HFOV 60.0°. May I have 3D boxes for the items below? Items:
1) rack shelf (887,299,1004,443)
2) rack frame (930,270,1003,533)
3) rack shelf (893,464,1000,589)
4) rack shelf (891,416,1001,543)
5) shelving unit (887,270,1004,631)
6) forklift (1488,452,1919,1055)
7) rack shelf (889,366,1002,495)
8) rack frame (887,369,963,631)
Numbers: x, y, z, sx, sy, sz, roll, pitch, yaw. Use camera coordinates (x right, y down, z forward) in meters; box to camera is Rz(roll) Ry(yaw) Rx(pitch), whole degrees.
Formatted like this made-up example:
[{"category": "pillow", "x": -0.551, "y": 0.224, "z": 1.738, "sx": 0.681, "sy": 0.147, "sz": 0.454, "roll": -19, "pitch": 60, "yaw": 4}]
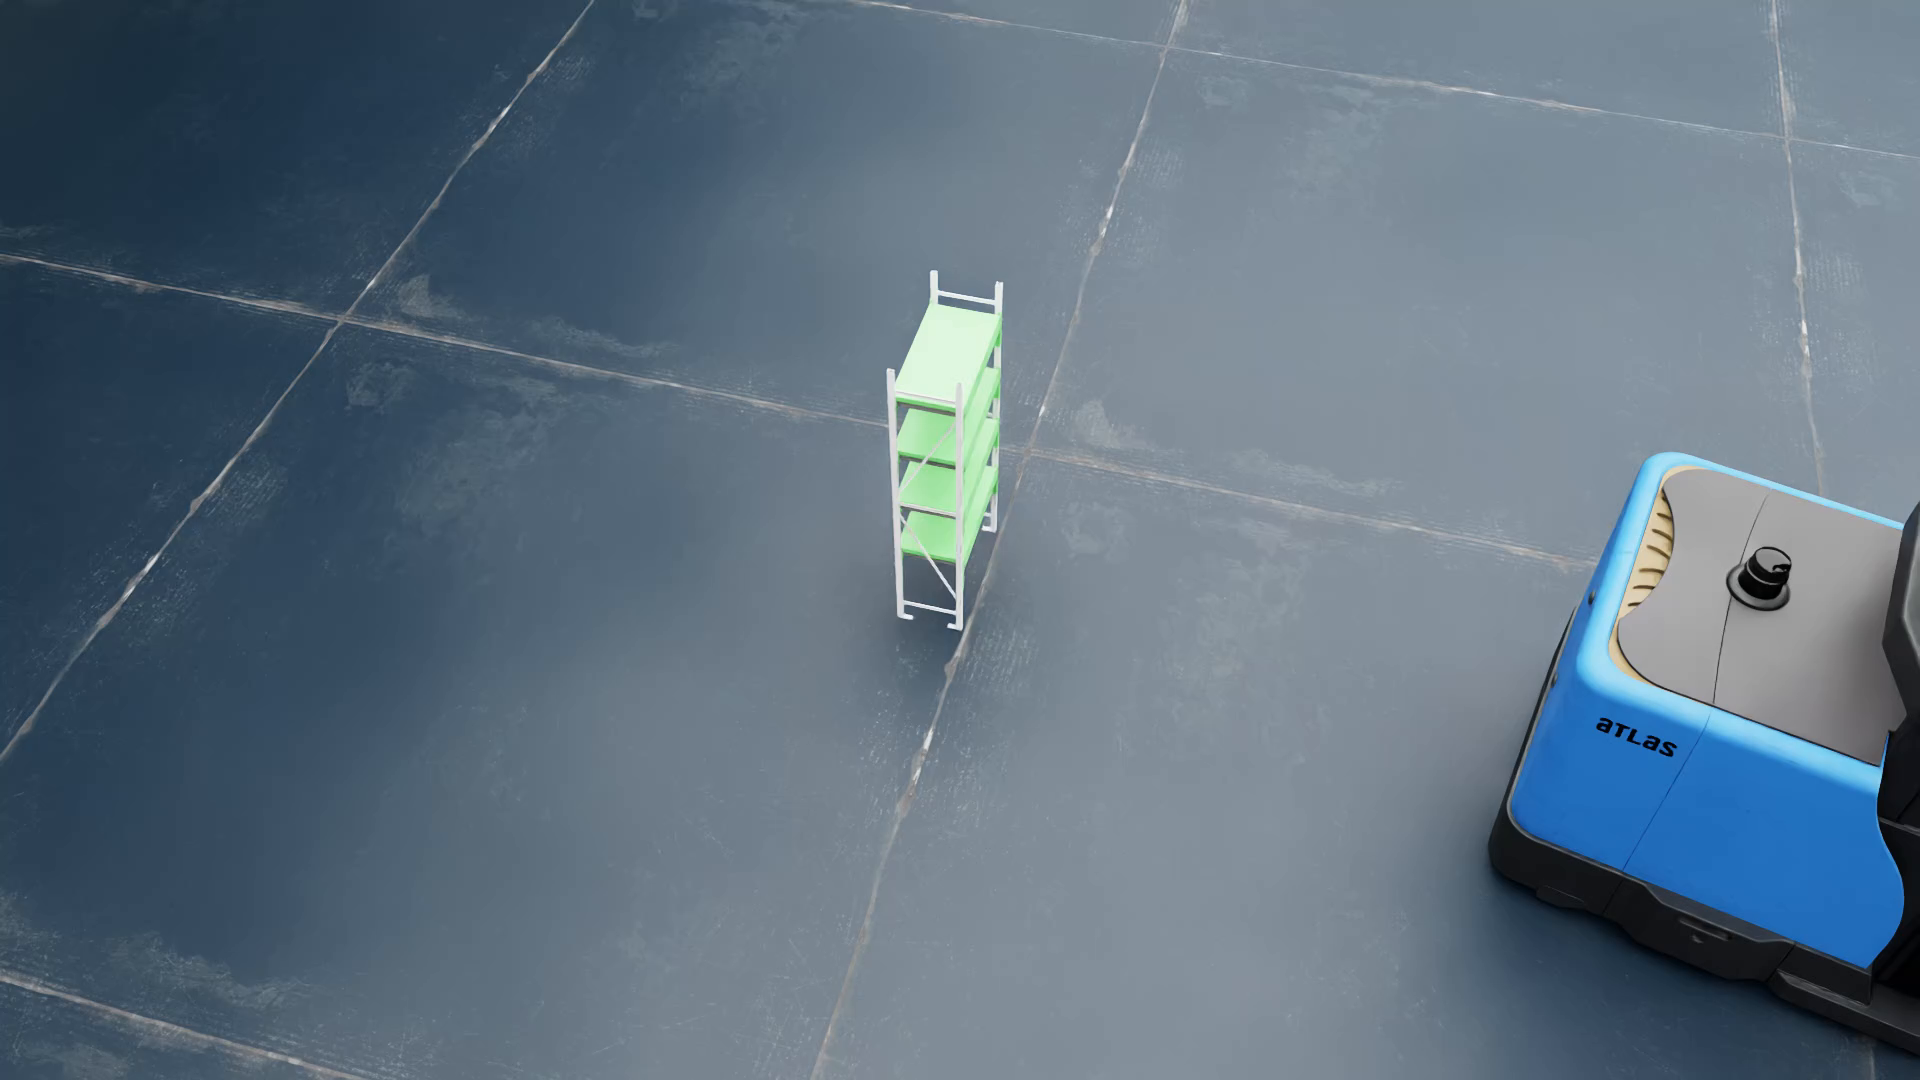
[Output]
[{"category": "rack shelf", "x": -0.044, "y": -0.553, "z": 5.383, "sx": 0.258, "sy": 0.148, "sz": 0.480, "roll": 12, "pitch": 50, "yaw": 10}, {"category": "rack frame", "x": 0.021, "y": -0.454, "z": 5.850, "sx": 0.240, "sy": 1.200, "sz": 0.015, "roll": 12, "pitch": 50, "yaw": 10}, {"category": "rack shelf", "x": -0.044, "y": -0.076, "z": 5.922, "sx": 0.258, "sy": 0.148, "sz": 0.480, "roll": 12, "pitch": 50, "yaw": 10}, {"category": "rack shelf", "x": -0.044, "y": -0.235, "z": 5.742, "sx": 0.258, "sy": 0.148, "sz": 0.480, "roll": 12, "pitch": 50, "yaw": 10}, {"category": "shelving unit", "x": -0.044, "y": -0.277, "z": 5.694, "sx": 0.258, "sy": 1.200, "sz": 0.503, "roll": 12, "pitch": 50, "yaw": 10}, {"category": "forklift", "x": 3.226, "y": 0.278, "z": 4.049, "sx": 3.031, "sy": 2.935, "sz": 1.130, "roll": 21, "pitch": 52, "yaw": 18}, {"category": "rack shelf", "x": -0.044, "y": -0.394, "z": 5.562, "sx": 0.258, "sy": 0.148, "sz": 0.480, "roll": 12, "pitch": 50, "yaw": 10}, {"category": "rack frame", "x": -0.108, "y": -0.101, "z": 5.539, "sx": 0.240, "sy": 1.200, "sz": 0.015, "roll": 12, "pitch": 50, "yaw": 10}]
